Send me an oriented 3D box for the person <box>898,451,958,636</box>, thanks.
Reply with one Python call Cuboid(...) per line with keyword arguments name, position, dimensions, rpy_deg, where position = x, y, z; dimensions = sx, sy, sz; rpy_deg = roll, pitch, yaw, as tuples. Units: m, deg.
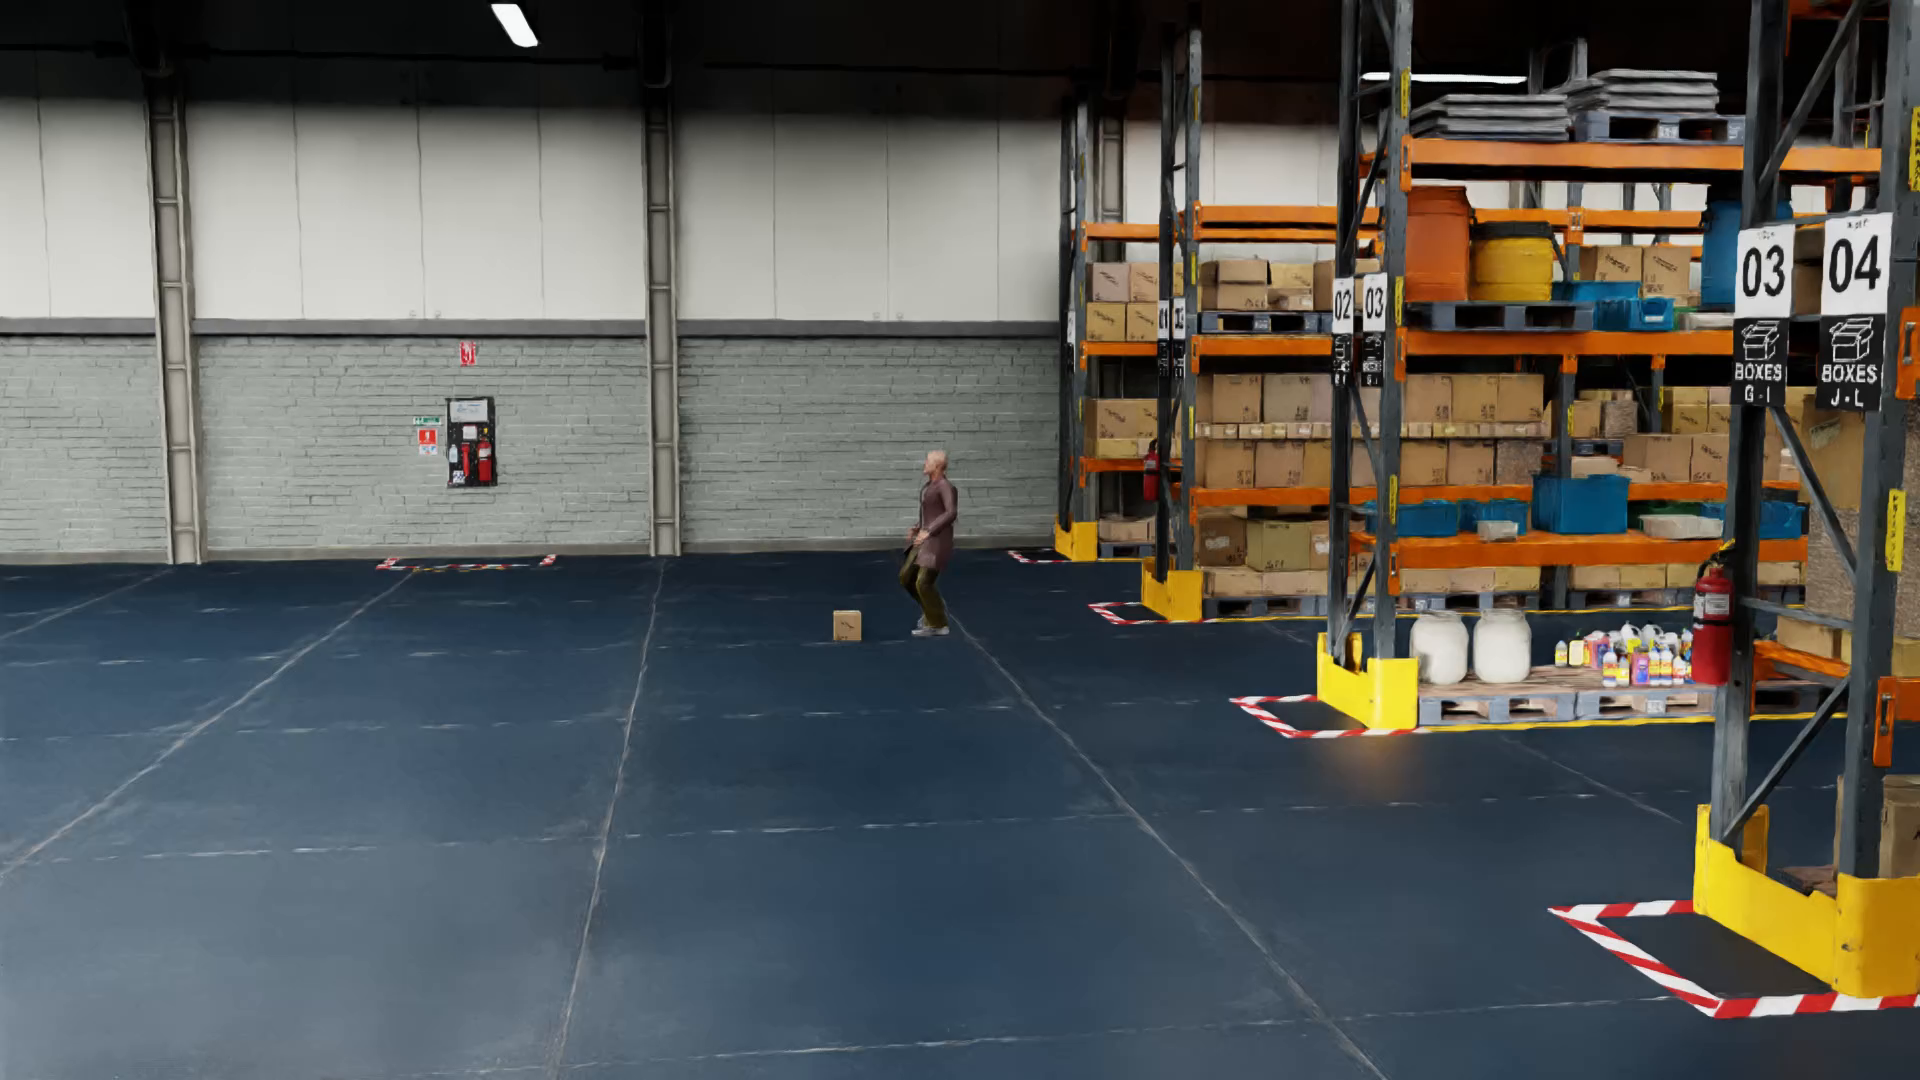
Cuboid(name="person", position=(-0.271, 0.037, 15.609), dimensions=(0.521, 1.744, 0.772), rpy_deg=(-3, 7, -23))
